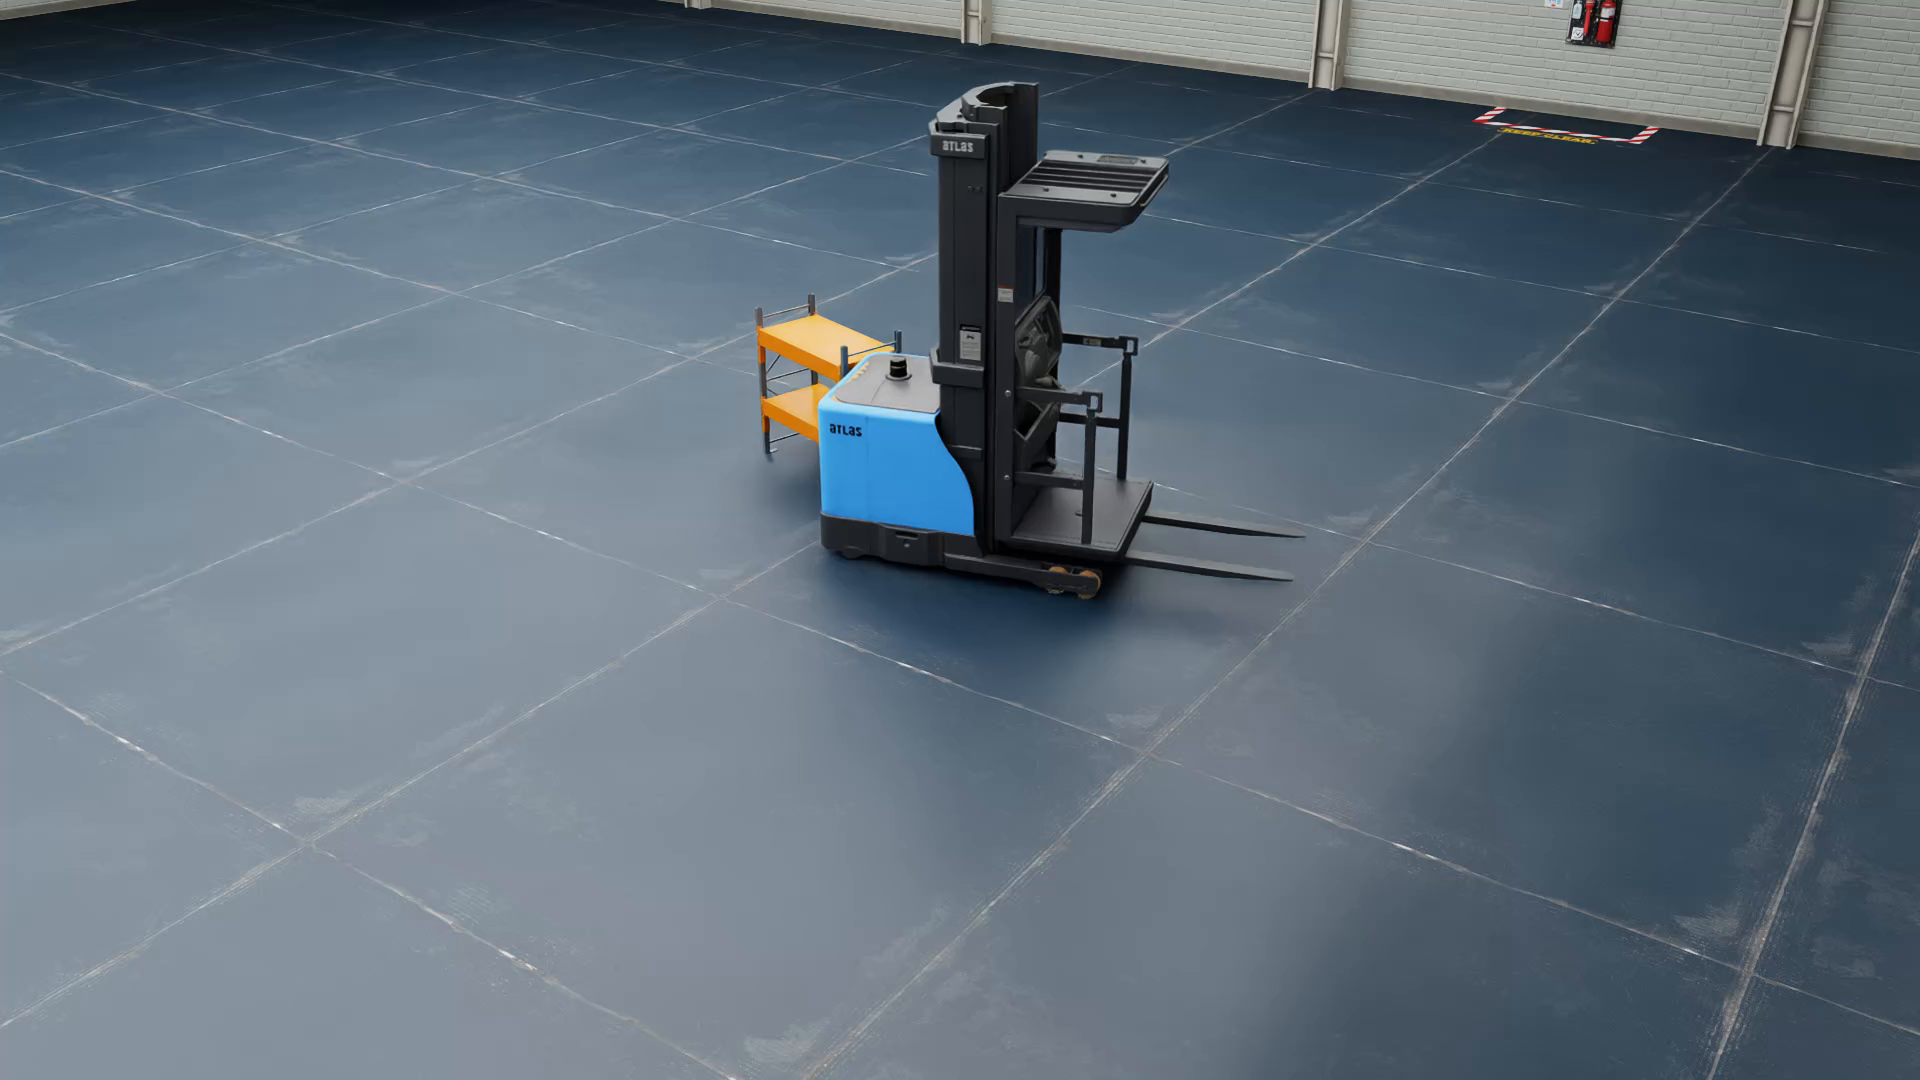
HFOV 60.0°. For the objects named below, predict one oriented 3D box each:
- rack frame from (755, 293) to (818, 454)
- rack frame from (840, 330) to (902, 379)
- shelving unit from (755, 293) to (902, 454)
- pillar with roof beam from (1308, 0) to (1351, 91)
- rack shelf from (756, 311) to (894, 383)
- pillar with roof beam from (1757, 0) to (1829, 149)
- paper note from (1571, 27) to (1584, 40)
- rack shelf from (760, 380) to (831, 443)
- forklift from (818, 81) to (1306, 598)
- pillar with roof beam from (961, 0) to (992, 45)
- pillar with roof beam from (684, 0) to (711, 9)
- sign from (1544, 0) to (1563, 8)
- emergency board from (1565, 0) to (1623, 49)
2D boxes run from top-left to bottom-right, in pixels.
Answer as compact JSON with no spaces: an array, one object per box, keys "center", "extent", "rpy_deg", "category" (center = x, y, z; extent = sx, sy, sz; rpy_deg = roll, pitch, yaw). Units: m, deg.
[{"center":[-1.253,-1.212,12.165],"extent":[0.500,1.125,0.032],"rpy_deg":[-21,34,-35],"category":"rack frame"},{"center":[-0.599,-0.859,11.471],"extent":[0.500,1.125,0.032],"rpy_deg":[-21,34,-35],"category":"rack frame"},{"center":[-0.926,-1.035,11.818],"extent":[0.538,1.125,1.048],"rpy_deg":[-21,34,-35],"category":"shelving unit"},{"center":[2.774,-8.863,18.518],"extent":[0.400,9.000,9.100],"rpy_deg":[17,32,30],"category":"pillar with roof beam"},{"center":[-0.926,-1.296,11.686],"extent":[0.538,0.278,1.000],"rpy_deg":[-21,34,-35],"category":"rack shelf"},{"center":[7.720,-7.322,15.491],"extent":[0.400,9.000,9.100],"rpy_deg":[17,32,30],"category":"pillar with roof beam"},{"center":[8.035,-6.586,21.629],"extent":[0.142,0.148,0.016],"rpy_deg":[17,32,30],"category":"paper note"},{"center":[-0.926,-0.818,11.929],"extent":[0.538,0.278,1.000],"rpy_deg":[-21,34,-35],"category":"rack shelf"},{"center":[0.670,-1.216,10.181],"extent":[3.031,2.935,1.130],"rpy_deg":[8,28,15],"category":"forklift"},{"center":[-2.172,-10.404,21.546],"extent":[0.400,9.000,9.100],"rpy_deg":[17,32,30],"category":"pillar with roof beam"},{"center":[-7.117,-11.945,24.574],"extent":[0.400,9.000,9.100],"rpy_deg":[17,32,30],"category":"pillar with roof beam"},{"center":[7.745,-7.104,21.636],"extent":[0.234,0.329,0.001],"rpy_deg":[17,32,30],"category":"sign"},{"center":[8.142,-6.907,21.289],"extent":[0.643,1.169,0.194],"rpy_deg":[17,32,30],"category":"emergency board"}]
